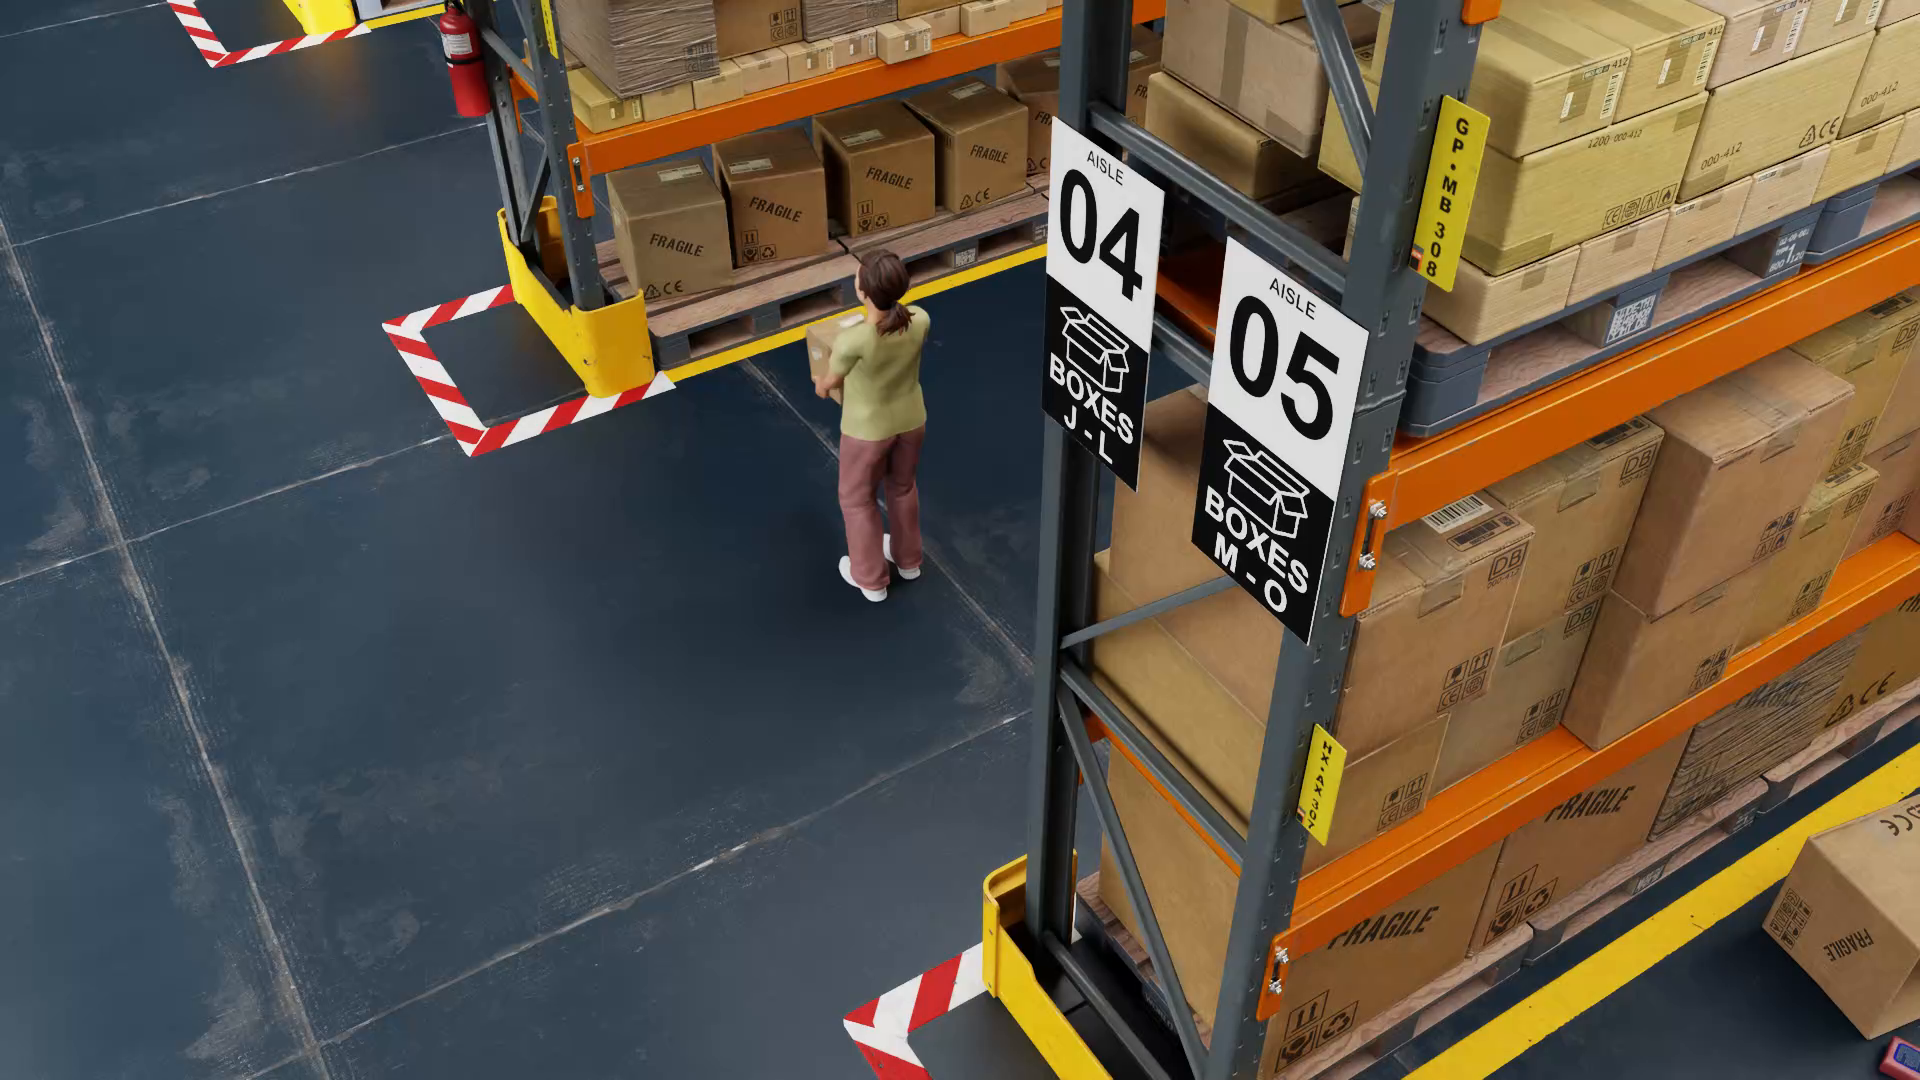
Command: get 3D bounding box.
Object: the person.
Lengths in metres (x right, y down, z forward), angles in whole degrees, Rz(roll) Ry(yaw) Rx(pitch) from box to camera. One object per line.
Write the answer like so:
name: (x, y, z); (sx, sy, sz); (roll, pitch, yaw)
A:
person: (-0.348, -0.493, 6.737); (0.425, 1.666, 0.554); (-22, 46, -23)
